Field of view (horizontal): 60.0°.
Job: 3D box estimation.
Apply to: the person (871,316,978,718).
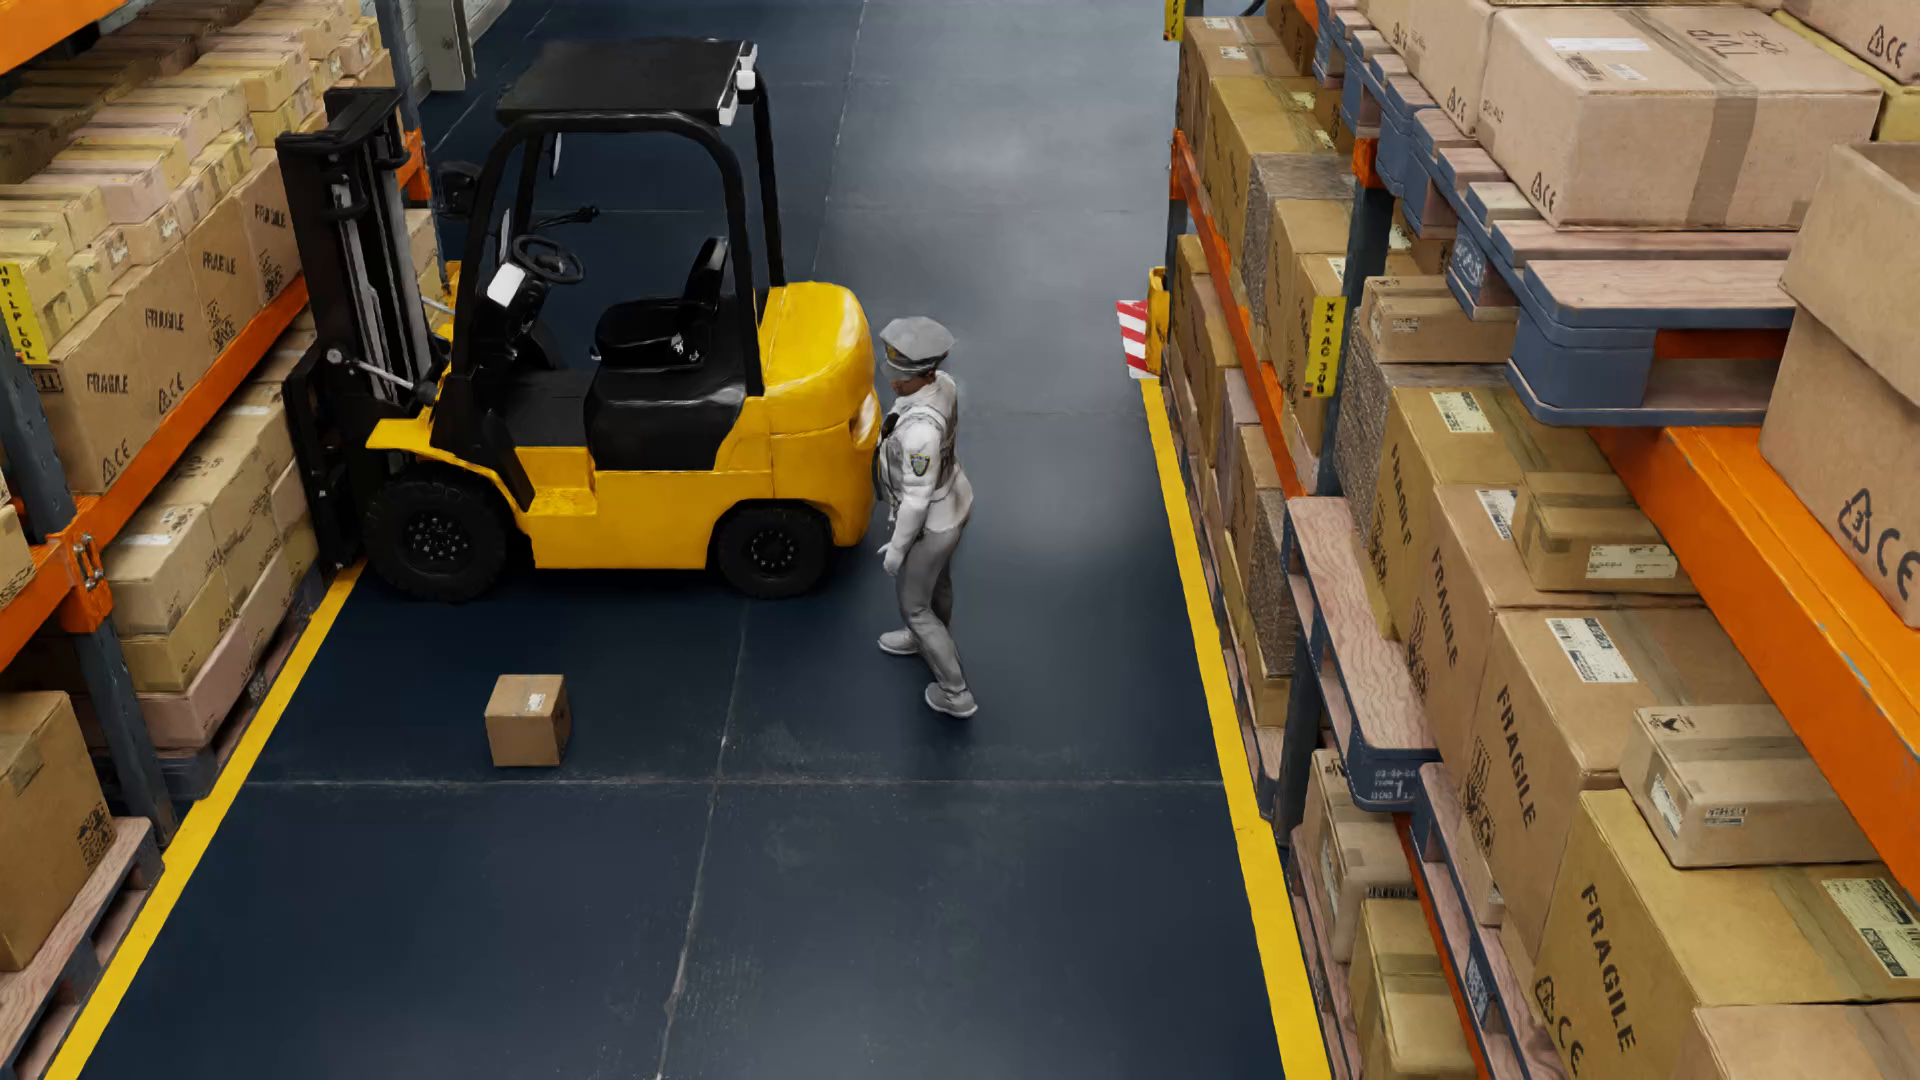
[{"bbox_3d":[-0.148,-0.097,6.296,0.540,1.646,0.604,9,33,14],"label":"person"}]
